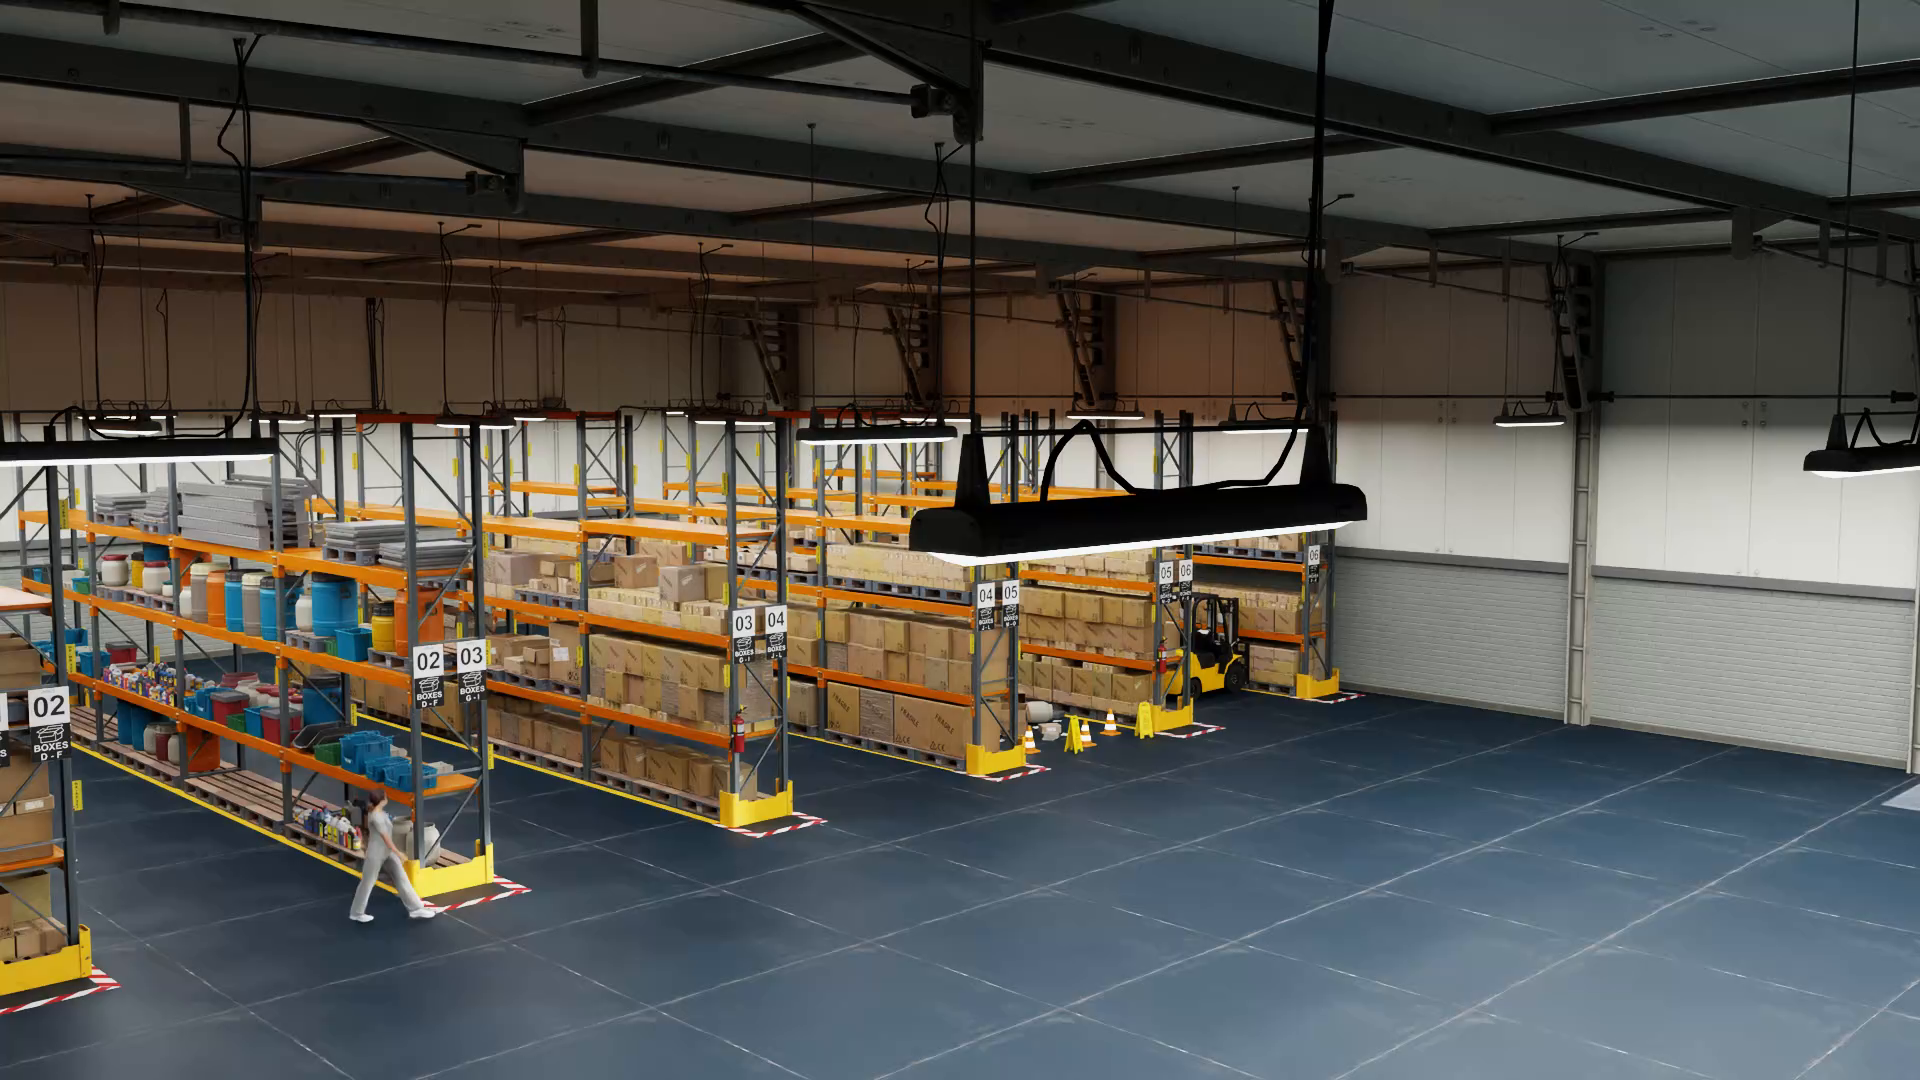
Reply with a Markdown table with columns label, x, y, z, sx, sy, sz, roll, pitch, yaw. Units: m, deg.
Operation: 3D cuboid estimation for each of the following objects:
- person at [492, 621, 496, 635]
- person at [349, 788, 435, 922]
| label | x | y | z | sx | sy | sz | roll | pitch | yaw |
| --- | --- | --- | --- | --- | --- | --- | --- | --- | --- |
| person | -9.458 | 2.507 | 33.744 | 0.646 | 1.774 | 0.447 | 4 | 7 | 42 |
| person | -6.848 | 3.765 | 19.906 | 0.993 | 1.618 | 0.414 | 1 | 5 | 10 |
